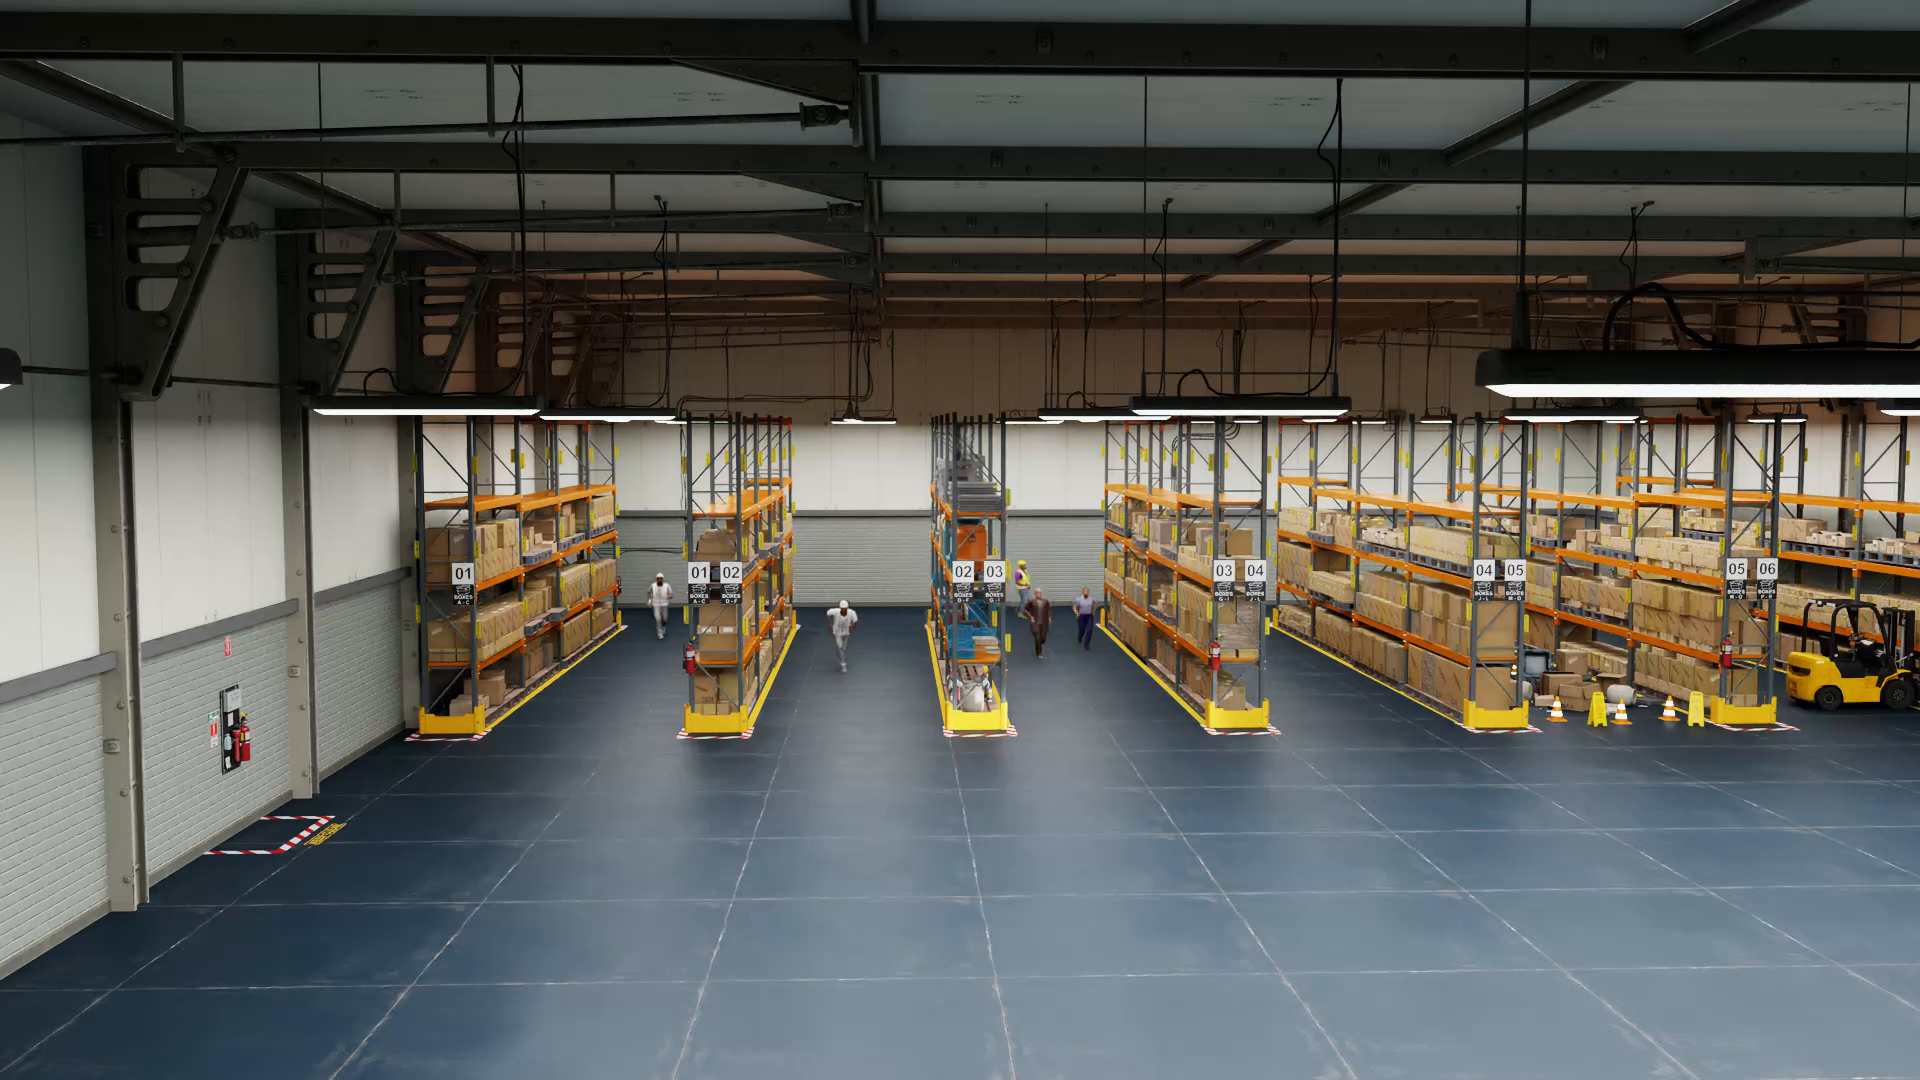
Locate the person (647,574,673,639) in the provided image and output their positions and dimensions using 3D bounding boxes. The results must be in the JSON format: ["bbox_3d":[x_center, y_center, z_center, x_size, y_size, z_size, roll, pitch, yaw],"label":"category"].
[{"bbox_3d":[-8.095,1.778,44.925,0.689,1.761,0.871,-1,4,-11],"label":"person"}]

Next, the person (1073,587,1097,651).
[{"bbox_3d":[3.232,2.019,42.845,0.616,1.612,0.599,0,4,-7],"label":"person"}]

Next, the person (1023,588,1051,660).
[{"bbox_3d":[1.927,2.066,41.148,0.712,1.743,0.720,-1,4,-11],"label":"person"}]

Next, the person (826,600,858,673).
[{"bbox_3d":[-2.780,2.243,39.146,0.745,1.715,1.061,-1,4,-8],"label":"person"}]

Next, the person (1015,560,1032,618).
[{"bbox_3d":[1.892,1.472,49.896,0.582,1.723,0.700,2,4,27],"label":"person"}]
